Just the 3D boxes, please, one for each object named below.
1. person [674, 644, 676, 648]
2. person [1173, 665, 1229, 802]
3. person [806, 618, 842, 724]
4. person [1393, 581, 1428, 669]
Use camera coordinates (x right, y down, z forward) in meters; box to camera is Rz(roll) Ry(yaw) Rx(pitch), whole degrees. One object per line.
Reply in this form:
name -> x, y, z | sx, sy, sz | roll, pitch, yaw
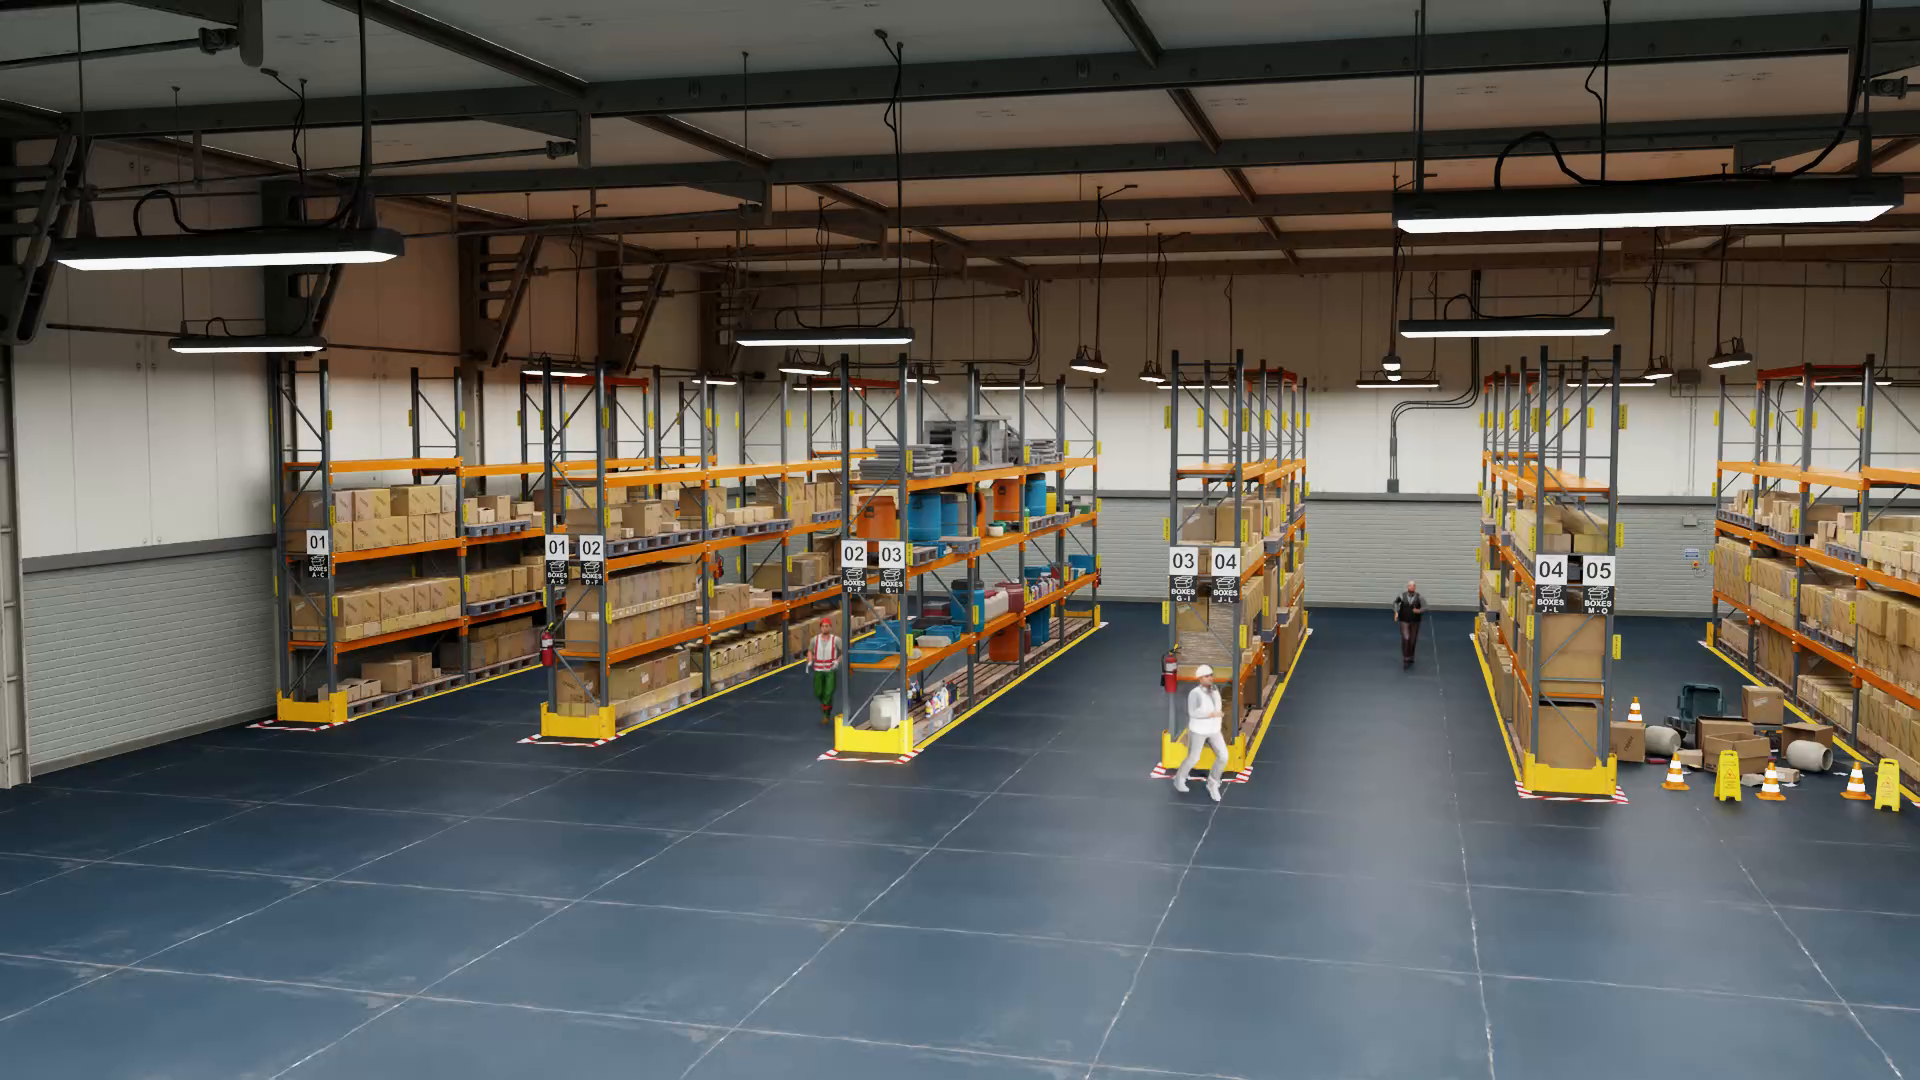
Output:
person -> -6.152, 1.613, 35.033 | 0.643, 1.810, 0.676 | 0, 4, 4
person -> 3.233, 2.542, 21.986 | 0.664, 1.810, 0.883 | -2, 5, -30
person -> -2.214, 2.159, 27.555 | 0.657, 1.743, 0.605 | 0, 4, 4
person -> 9.147, 1.692, 33.760 | 0.657, 1.733, 0.874 | 1, 4, 8
